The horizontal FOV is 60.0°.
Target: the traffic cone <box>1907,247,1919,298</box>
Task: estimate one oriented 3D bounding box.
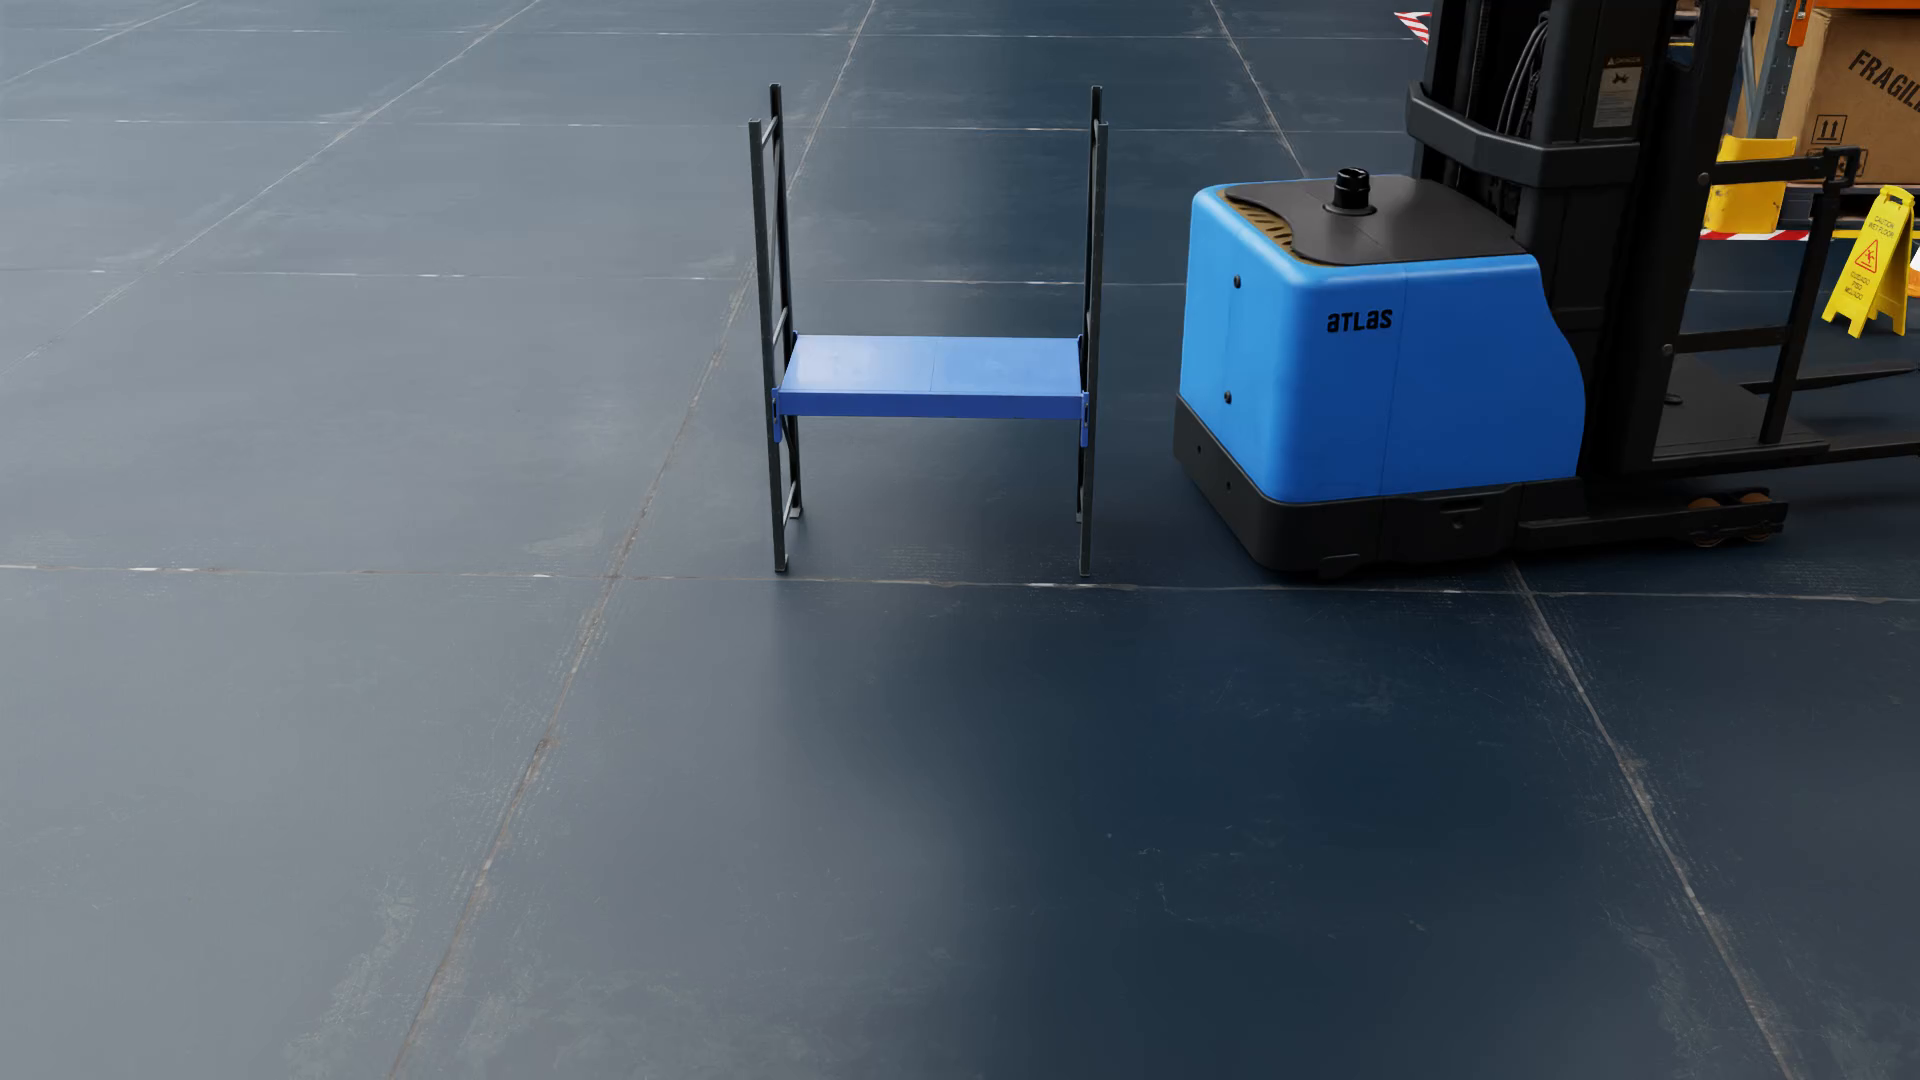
[{"bbox_3d":[4.694,-1.429,7.951,0.334,0.463,0.336,1,28,2],"label":"traffic cone"}]

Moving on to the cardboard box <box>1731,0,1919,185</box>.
[{"bbox_3d":[4.893,-2.490,9.064,0.875,0.875,0.875,1,28,2],"label":"cardboard box"}]

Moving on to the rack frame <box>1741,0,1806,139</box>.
[{"bbox_3d":[4.213,-3.223,8.627,0.127,3.000,1.000,1,28,2],"label":"rack frame"}]

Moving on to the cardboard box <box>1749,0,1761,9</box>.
[{"bbox_3d":[6.336,-4.593,13.432,0.500,0.500,0.500,4,28,7],"label":"cardboard box"}]

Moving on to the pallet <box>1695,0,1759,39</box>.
[{"bbox_3d":[6.592,-4.258,13.557,1.213,0.211,1.003,1,28,2],"label":"pallet"}]

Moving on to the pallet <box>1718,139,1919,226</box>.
[{"bbox_3d":[5.015,-2.014,9.325,1.213,0.211,1.003,1,28,2],"label":"pallet"}]

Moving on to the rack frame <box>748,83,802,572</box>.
[{"bbox_3d":[-0.593,-0.672,5.417,0.032,1.500,0.500,1,28,2],"label":"rack frame"}]

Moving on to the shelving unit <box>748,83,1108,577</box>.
[{"bbox_3d":[-0.085,-0.664,5.401,1.048,1.500,0.538,1,28,2],"label":"shelving unit"}]

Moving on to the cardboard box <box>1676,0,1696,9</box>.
[{"bbox_3d":[5.711,-4.612,13.468,0.500,0.500,0.500,8,29,15],"label":"cardboard box"}]

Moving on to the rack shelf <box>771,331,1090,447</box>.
[{"bbox_3d":[-0.085,-0.505,5.486,1.000,0.185,0.538,1,28,2],"label":"rack shelf"}]

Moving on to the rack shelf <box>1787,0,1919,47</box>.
[{"bbox_3d":[6.212,-2.872,8.733,4.000,0.370,1.077,1,28,2],"label":"rack shelf"}]

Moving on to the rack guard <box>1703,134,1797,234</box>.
[{"bbox_3d":[4.189,-2.119,9.213,0.348,0.500,1.175,1,28,2],"label":"rack guard"}]

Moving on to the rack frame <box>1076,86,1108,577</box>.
[{"bbox_3d":[0.423,-0.656,5.386,0.032,1.500,0.500,1,28,2],"label":"rack frame"}]

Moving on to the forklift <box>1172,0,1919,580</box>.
[{"bbox_3d":[2.363,-1.506,5.461,3.031,2.935,1.130,-6,28,-11],"label":"forklift"}]

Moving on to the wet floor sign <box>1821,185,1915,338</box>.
[{"bbox_3d":[4.114,-1.256,7.431,0.232,0.644,0.267,-4,28,-7],"label":"wet floor sign"}]

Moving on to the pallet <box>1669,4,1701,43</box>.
[{"bbox_3d":[5.376,-4.280,13.598,1.213,0.211,1.003,1,28,2],"label":"pallet"}]
